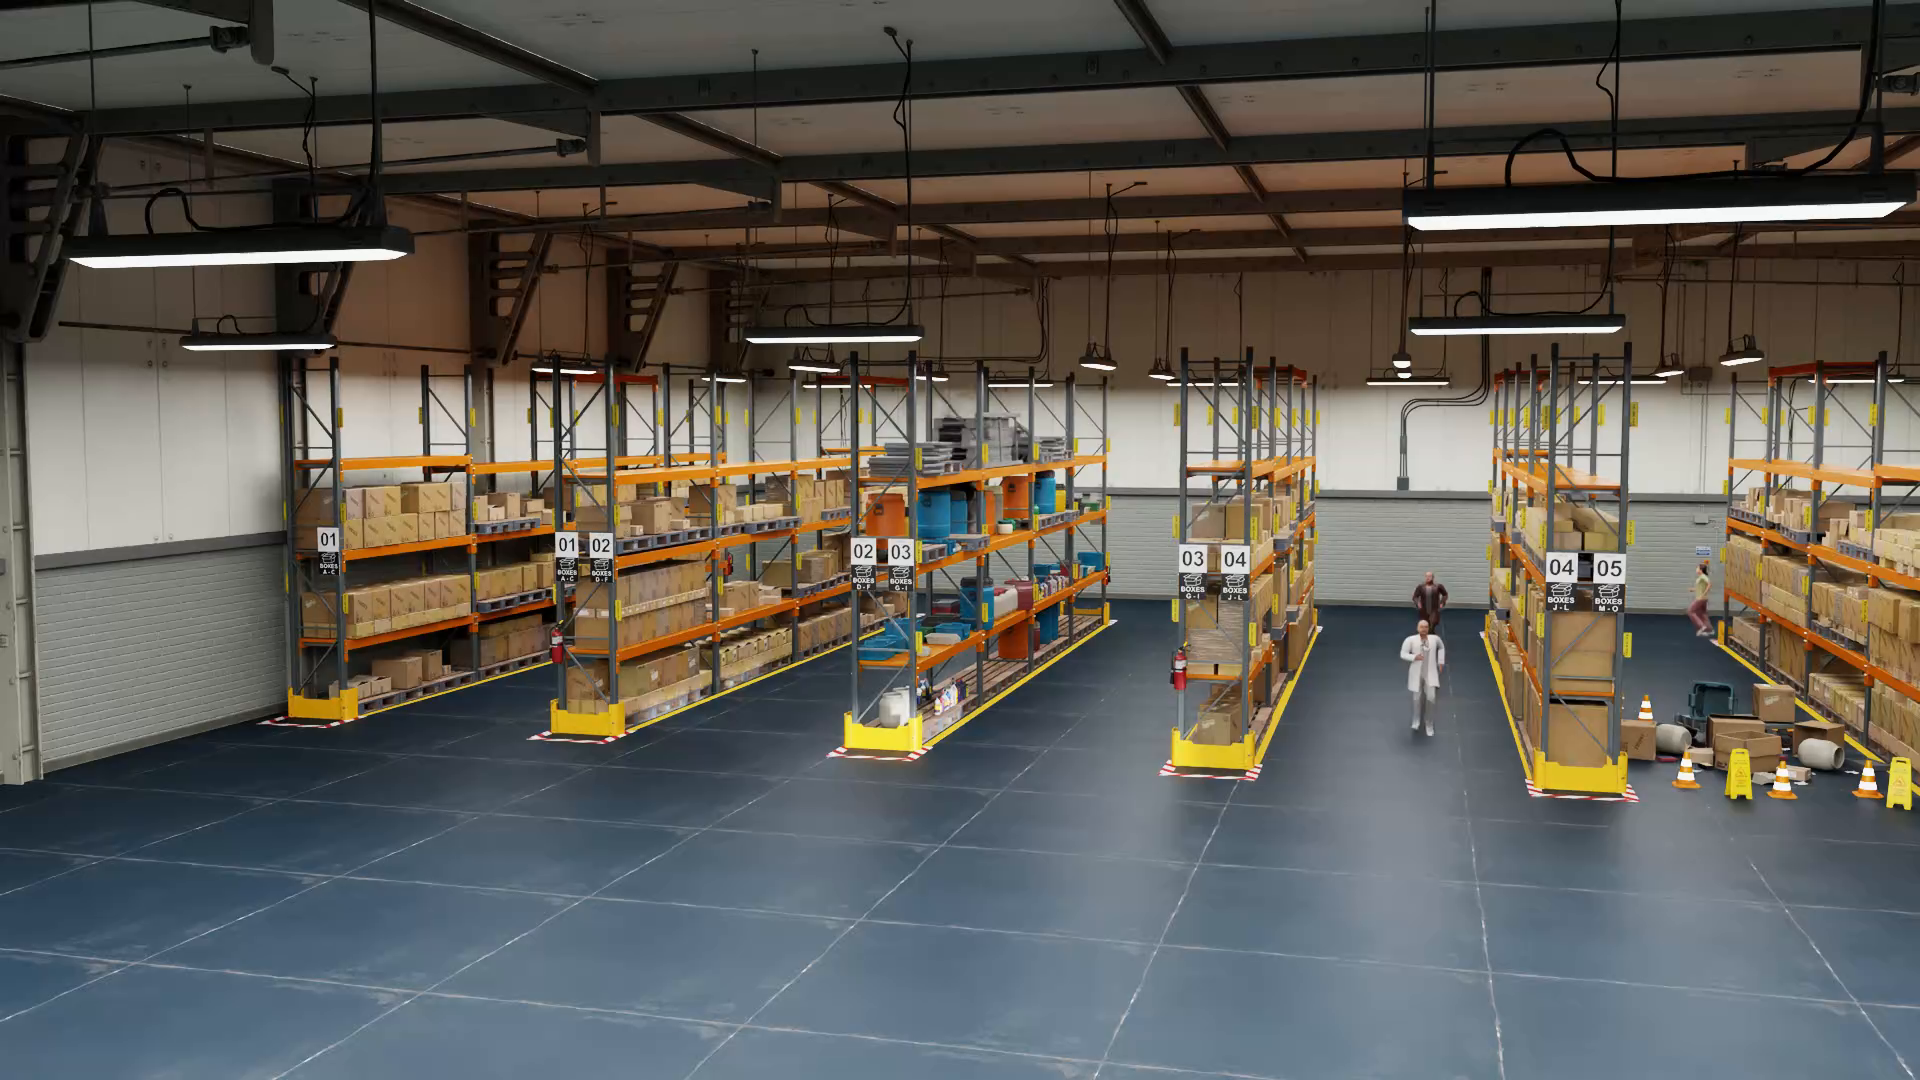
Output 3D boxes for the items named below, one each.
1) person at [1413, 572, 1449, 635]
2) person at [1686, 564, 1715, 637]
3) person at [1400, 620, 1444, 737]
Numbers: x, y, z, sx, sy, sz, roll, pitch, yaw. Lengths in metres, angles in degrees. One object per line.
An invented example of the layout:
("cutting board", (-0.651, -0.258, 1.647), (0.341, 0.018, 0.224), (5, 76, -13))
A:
("person", (9.955, 1.549, 35.206), (0.718, 1.776, 0.928), (2, 5, 25))
("person", (16.953, 1.387, 38.073), (0.654, 1.681, 0.598), (2, 5, 29))
("person", (7.324, 2.187, 26.347), (0.709, 1.856, 0.840), (1, 4, 10))
